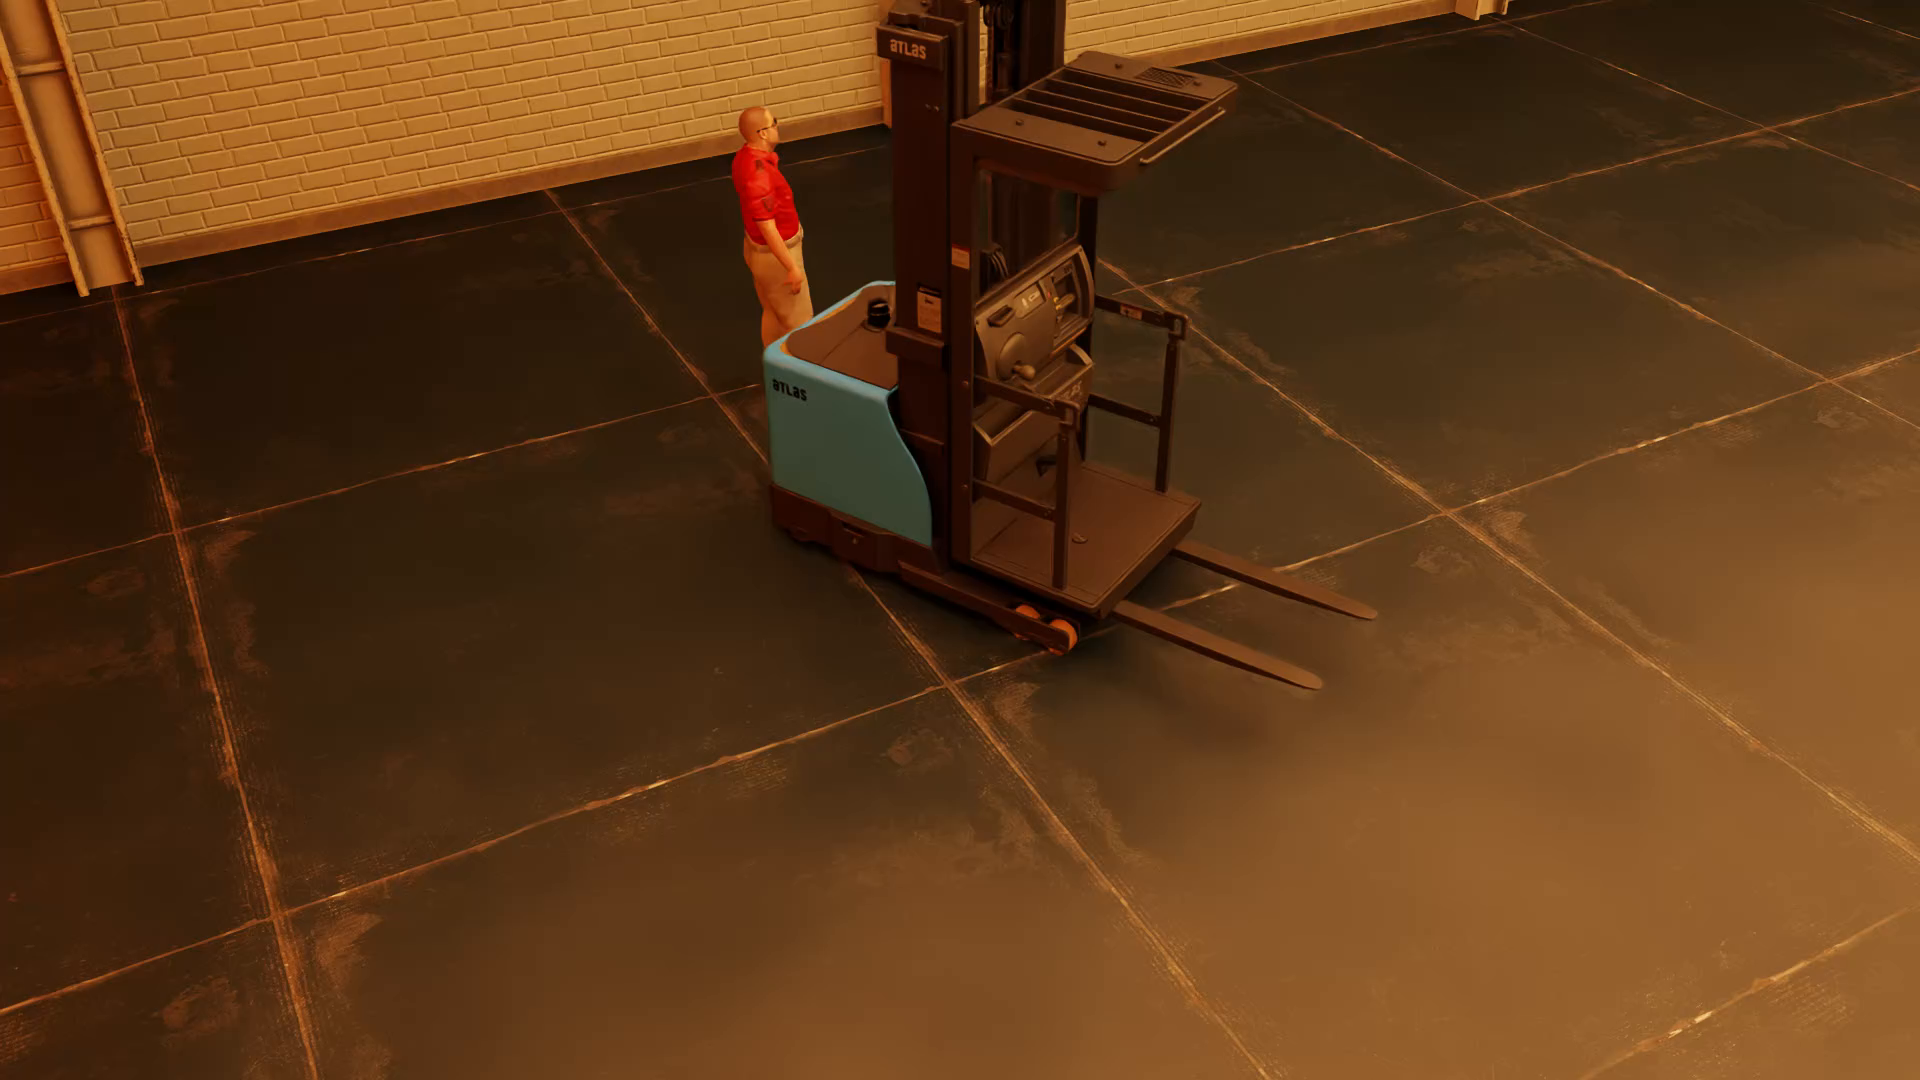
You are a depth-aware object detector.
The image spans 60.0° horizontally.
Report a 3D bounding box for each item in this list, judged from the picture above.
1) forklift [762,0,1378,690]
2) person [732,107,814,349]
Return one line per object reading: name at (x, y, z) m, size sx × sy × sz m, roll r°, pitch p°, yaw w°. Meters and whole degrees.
forklift at (0.519, -1.004, 7.543) m, size 3.031 × 2.935 × 1.130 m, roll 21°, pitch 41°, yaw 27°
person at (-0.970, -1.624, 9.453) m, size 0.528 × 1.730 × 0.640 m, roll -12°, pitch 37°, yaw -17°
